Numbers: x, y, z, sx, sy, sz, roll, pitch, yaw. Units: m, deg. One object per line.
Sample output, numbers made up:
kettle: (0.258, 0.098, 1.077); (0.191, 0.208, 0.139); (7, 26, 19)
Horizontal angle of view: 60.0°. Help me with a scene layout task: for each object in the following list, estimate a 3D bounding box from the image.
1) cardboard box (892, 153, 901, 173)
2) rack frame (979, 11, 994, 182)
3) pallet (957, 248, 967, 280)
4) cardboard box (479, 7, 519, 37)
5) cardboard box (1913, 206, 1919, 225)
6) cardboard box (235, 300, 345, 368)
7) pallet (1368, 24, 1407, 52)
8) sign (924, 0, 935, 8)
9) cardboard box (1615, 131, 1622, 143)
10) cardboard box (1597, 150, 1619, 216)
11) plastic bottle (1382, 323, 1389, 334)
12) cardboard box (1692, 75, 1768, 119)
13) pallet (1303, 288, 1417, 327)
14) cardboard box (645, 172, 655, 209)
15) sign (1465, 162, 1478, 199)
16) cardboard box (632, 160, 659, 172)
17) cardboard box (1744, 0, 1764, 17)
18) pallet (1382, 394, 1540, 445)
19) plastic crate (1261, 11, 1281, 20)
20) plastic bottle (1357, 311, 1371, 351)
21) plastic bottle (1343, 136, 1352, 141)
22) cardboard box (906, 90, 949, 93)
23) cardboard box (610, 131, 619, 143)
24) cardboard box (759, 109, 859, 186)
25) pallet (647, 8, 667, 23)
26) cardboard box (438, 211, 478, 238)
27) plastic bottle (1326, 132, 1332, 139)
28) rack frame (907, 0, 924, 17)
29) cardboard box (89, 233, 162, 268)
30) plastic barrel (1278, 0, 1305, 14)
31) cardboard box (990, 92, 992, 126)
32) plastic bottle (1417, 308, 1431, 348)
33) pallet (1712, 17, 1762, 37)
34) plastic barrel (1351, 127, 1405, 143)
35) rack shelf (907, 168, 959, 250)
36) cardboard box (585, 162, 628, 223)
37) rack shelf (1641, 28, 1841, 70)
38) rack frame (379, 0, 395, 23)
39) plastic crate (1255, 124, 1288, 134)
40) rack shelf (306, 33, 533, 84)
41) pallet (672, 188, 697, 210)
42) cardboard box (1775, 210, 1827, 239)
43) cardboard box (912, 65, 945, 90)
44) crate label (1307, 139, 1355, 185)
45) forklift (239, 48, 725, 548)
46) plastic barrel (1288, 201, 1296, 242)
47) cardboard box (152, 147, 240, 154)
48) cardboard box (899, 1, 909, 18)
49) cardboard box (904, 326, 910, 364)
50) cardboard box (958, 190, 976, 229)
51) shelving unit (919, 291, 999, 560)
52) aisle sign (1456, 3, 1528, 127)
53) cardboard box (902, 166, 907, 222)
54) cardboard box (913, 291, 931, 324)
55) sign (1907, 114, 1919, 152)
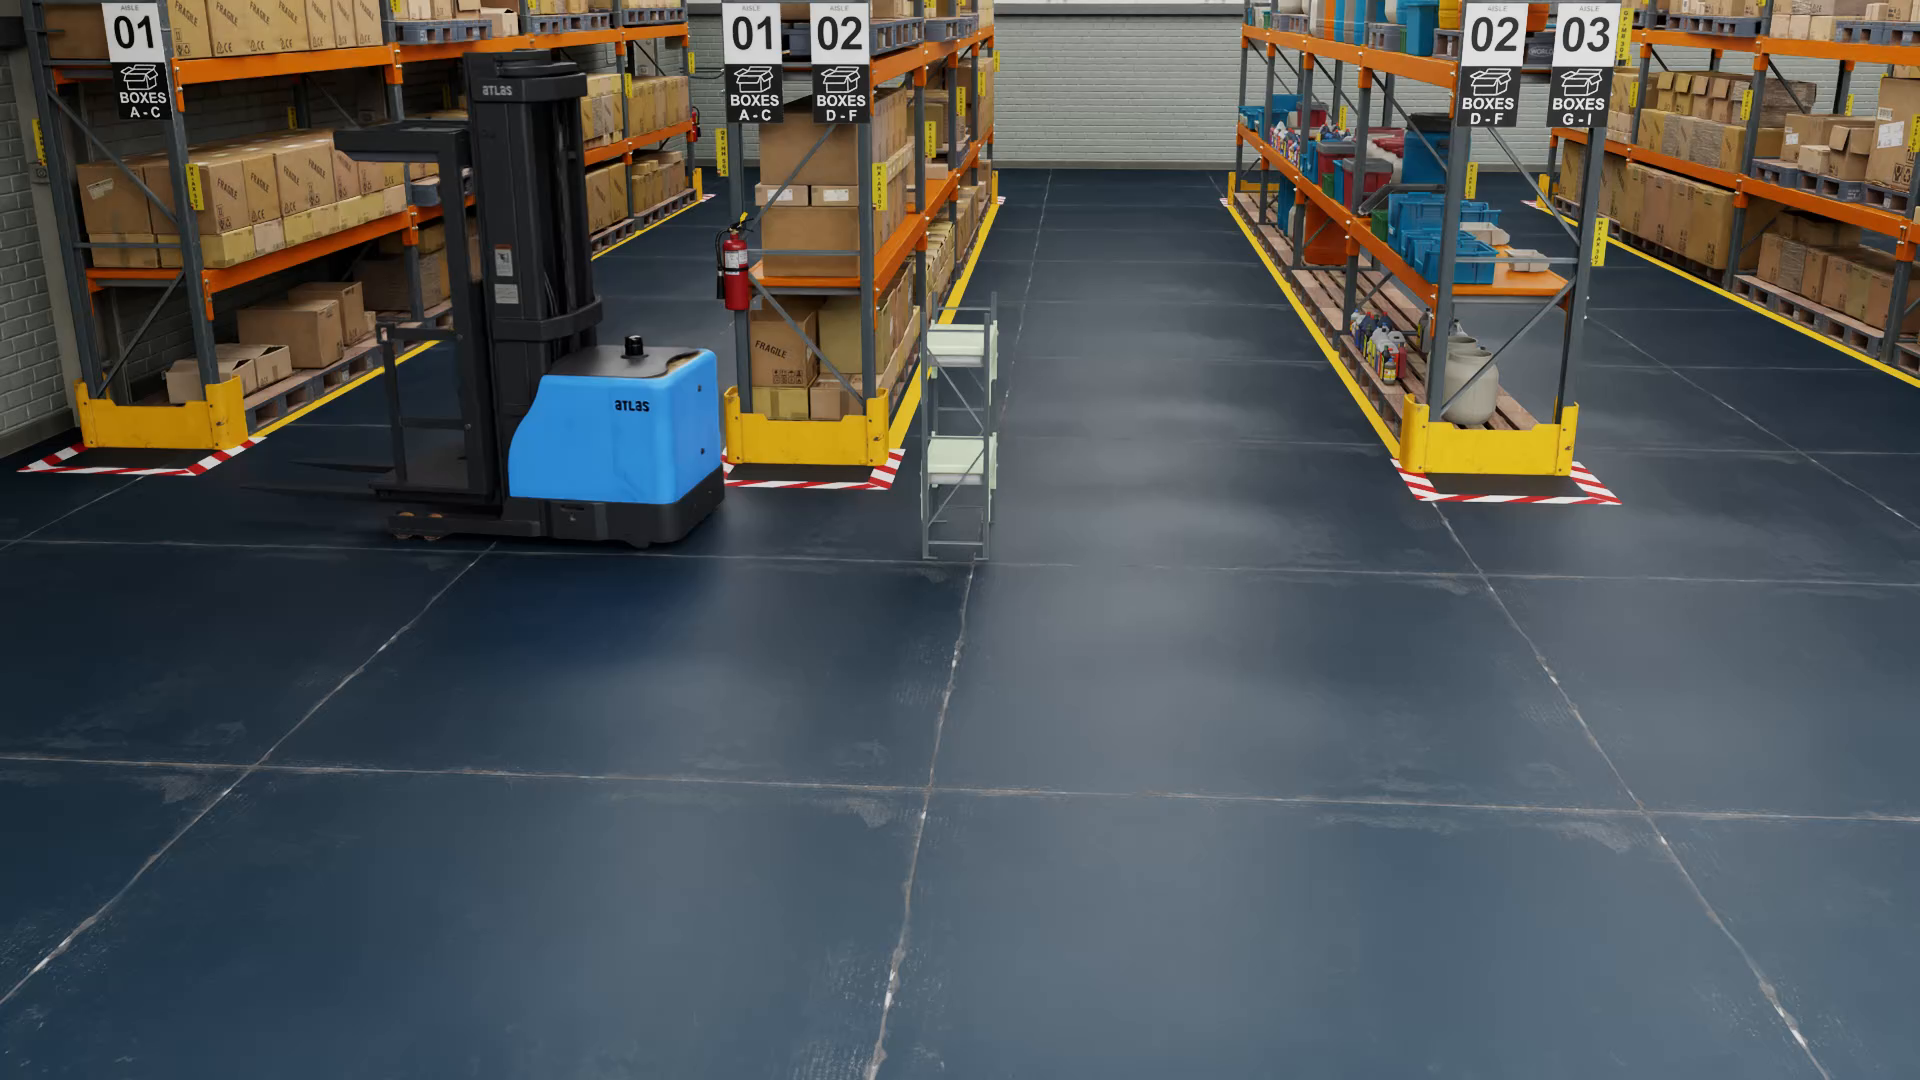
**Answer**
cardboard box: (-0.709, -3.227, 14.252); (0.380, 0.149, 0.250); (1, 18, 4)
rack frame: (0.032, -7.003, 26.979); (1.000, 3.000, 0.127); (1, 18, 4)
pallet: (-0.450, -3.425, 20.536); (1.003, 0.211, 1.213); (1, 18, 4)
cardboard box: (-5.265, -5.791, 18.573); (0.500, 0.311, 0.500); (1, 18, 4)
cardboard box: (8.737, -2.875, 14.782); (0.380, 0.149, 0.250); (1, 18, 4)
cardboard box: (-5.774, -1.781, 14.350); (0.700, 0.500, 0.500); (0, 18, 0)
pallet: (4.158, -4.274, 14.136); (1.213, 0.211, 1.003); (1, 18, 4)
sign: (-0.275, -4.973, 15.009); (0.100, 0.325, 0.005); (1, 18, 4)
cardboard box: (9.339, -5.602, 23.104); (0.380, 0.149, 0.250); (2, 18, 5)
cardboard box: (9.817, -5.211, 24.248); (0.875, 0.875, 0.875); (1, 18, 4)
plastic bottle: (3.750, -1.788, 14.738); (0.097, 0.271, 0.097); (0, 18, 0)
cardboard box: (9.499, -5.458, 20.492); (0.797, 0.503, 0.637); (2, 18, 6)
pallet: (4.214, -2.464, 17.605); (1.003, 0.211, 1.213); (1, 18, 4)
cardboard box: (-5.001, -5.268, 25.023); (0.700, 0.500, 0.500); (1, 18, 3)
sign: (4.660, -3.281, 15.173); (0.100, 0.325, 0.005); (1, 18, 4)
cardboard box: (-4.796, -5.685, 25.253); (0.380, 0.149, 0.250); (1, 18, 2)
cardboard box: (9.311, -6.162, 18.752); (0.797, 0.503, 0.637); (2, 18, 7)
pallet: (3.847, -0.874, 12.752); (1.003, 0.211, 1.213); (1, 18, 4)
plastic crate: (4.432, -7.285, 23.290); (0.416, 0.233, 0.300); (1, 18, 4)
plastic bottle: (3.640, -1.874, 14.871); (0.144, 0.351, 0.185); (2, 18, 5)
plastic bottle: (4.852, -4.906, 20.777); (0.152, 0.276, 0.135); (1, 18, 4)
cardboard box: (-0.512, -5.866, 22.673); (0.700, 0.500, 0.500); (-5, 19, -15)
cardboard box: (-4.932, -5.570, 22.977); (0.380, 0.149, 0.250); (2, 18, 5)
cardboard box: (-1.065, -2.859, 12.088); (0.700, 0.500, 0.500); (1, 18, 4)
pallet: (-5.037, -7.886, 24.996); (1.003, 0.211, 1.213); (1, 18, 4)
cardboard box: (-5.618, -3.445, 18.224); (0.500, 0.250, 0.500); (1, 18, 4)
plastic bottle: (4.782, -5.144, 21.510); (0.097, 0.271, 0.097); (0, 18, 0)
rack frame: (-0.828, -6.127, 14.671); (1.000, 3.000, 0.127); (1, 18, 4)
cardboard box: (-6.216, -2.231, 12.624); (0.500, 0.250, 0.500); (2, 18, 5)
plastic barrel: (4.398, -7.181, 21.811); (0.433, 0.535, 0.433); (0, 18, 0)
cardboard box: (0.238, -6.745, 26.028); (0.500, 0.500, 0.500); (1, 18, 4)
plastic bottle: (4.210, -1.912, 14.988); (0.144, 0.351, 0.185); (1, 18, 4)
pallet: (9.332, -5.833, 18.894); (1.213, 0.211, 1.003); (2, 18, 6)
plastic barrel: (4.668, -4.321, 18.574); (0.600, 0.536, 0.708); (1, 18, 4)
rack shelf: (-0.685, -3.556, 17.613); (1.077, 0.370, 4.000); (1, 18, 4)
cardboard box: (-5.113, -4.844, 23.166); (0.750, 0.750, 0.750); (1, 18, 5)
rack shelf: (9.482, -6.001, 20.259); (1.077, 0.370, 4.000); (1, 18, 4)
rack frame: (-5.770, -6.237, 15.005); (1.000, 3.000, 0.127); (1, 18, 4)
plastic crate: (4.498, -5.901, 23.959); (0.437, 0.125, 0.590); (1, 18, 4)
rack shelf: (-5.626, -5.091, 17.480); (1.077, 0.370, 4.000); (1, 18, 4)
pallet: (-4.889, -5.538, 26.984); (1.003, 0.211, 1.213); (1, 18, 4)
cardboard box: (9.321, -3.465, 18.285); (0.500, 0.250, 0.500); (2, 18, 6)
cardboard box: (-0.477, -6.447, 23.513); (0.500, 0.500, 0.500); (1, 18, 4)
crate label: (4.058, -4.121, 18.127); (0.502, 0.435, 0.616); (1, 18, 4)
forklift: (-3.125, -1.546, 10.435); (3.031, 2.935, 1.130); (3, 18, 10)
plastic barrel: (4.449, -4.105, 21.454); (0.421, 0.512, 0.421); (0, 18, 0)
cardboard box: (-6.156, -2.906, 13.479); (0.500, 0.500, 0.500); (1, 18, 2)
cardboard box: (-0.775, -5.021, 15.679); (0.500, 0.250, 0.500); (3, 18, 10)
cardboard box: (-0.710, -1.710, 14.565); (0.500, 0.250, 0.500); (1, 18, 4)
cardboard box: (-0.048, -4.469, 22.553); (0.500, 0.500, 0.500); (1, 18, 4)
shelving unit: (0.000, -0.711, 10.183); (0.431, 1.500, 0.755); (1, 18, 4)
aisle sign: (3.524, -3.142, 11.020); (0.394, 0.787, 0.004); (1, 18, 4)
cardboard box: (-0.854, -3.186, 15.168); (0.700, 0.500, 0.500); (1, 18, 2)
cardboard box: (-0.552, -2.289, 16.333); (0.500, 0.250, 0.500); (1, 18, 3)
sign: (8.498, -3.616, 14.781); (0.100, 0.325, 0.005); (1, 18, 4)
